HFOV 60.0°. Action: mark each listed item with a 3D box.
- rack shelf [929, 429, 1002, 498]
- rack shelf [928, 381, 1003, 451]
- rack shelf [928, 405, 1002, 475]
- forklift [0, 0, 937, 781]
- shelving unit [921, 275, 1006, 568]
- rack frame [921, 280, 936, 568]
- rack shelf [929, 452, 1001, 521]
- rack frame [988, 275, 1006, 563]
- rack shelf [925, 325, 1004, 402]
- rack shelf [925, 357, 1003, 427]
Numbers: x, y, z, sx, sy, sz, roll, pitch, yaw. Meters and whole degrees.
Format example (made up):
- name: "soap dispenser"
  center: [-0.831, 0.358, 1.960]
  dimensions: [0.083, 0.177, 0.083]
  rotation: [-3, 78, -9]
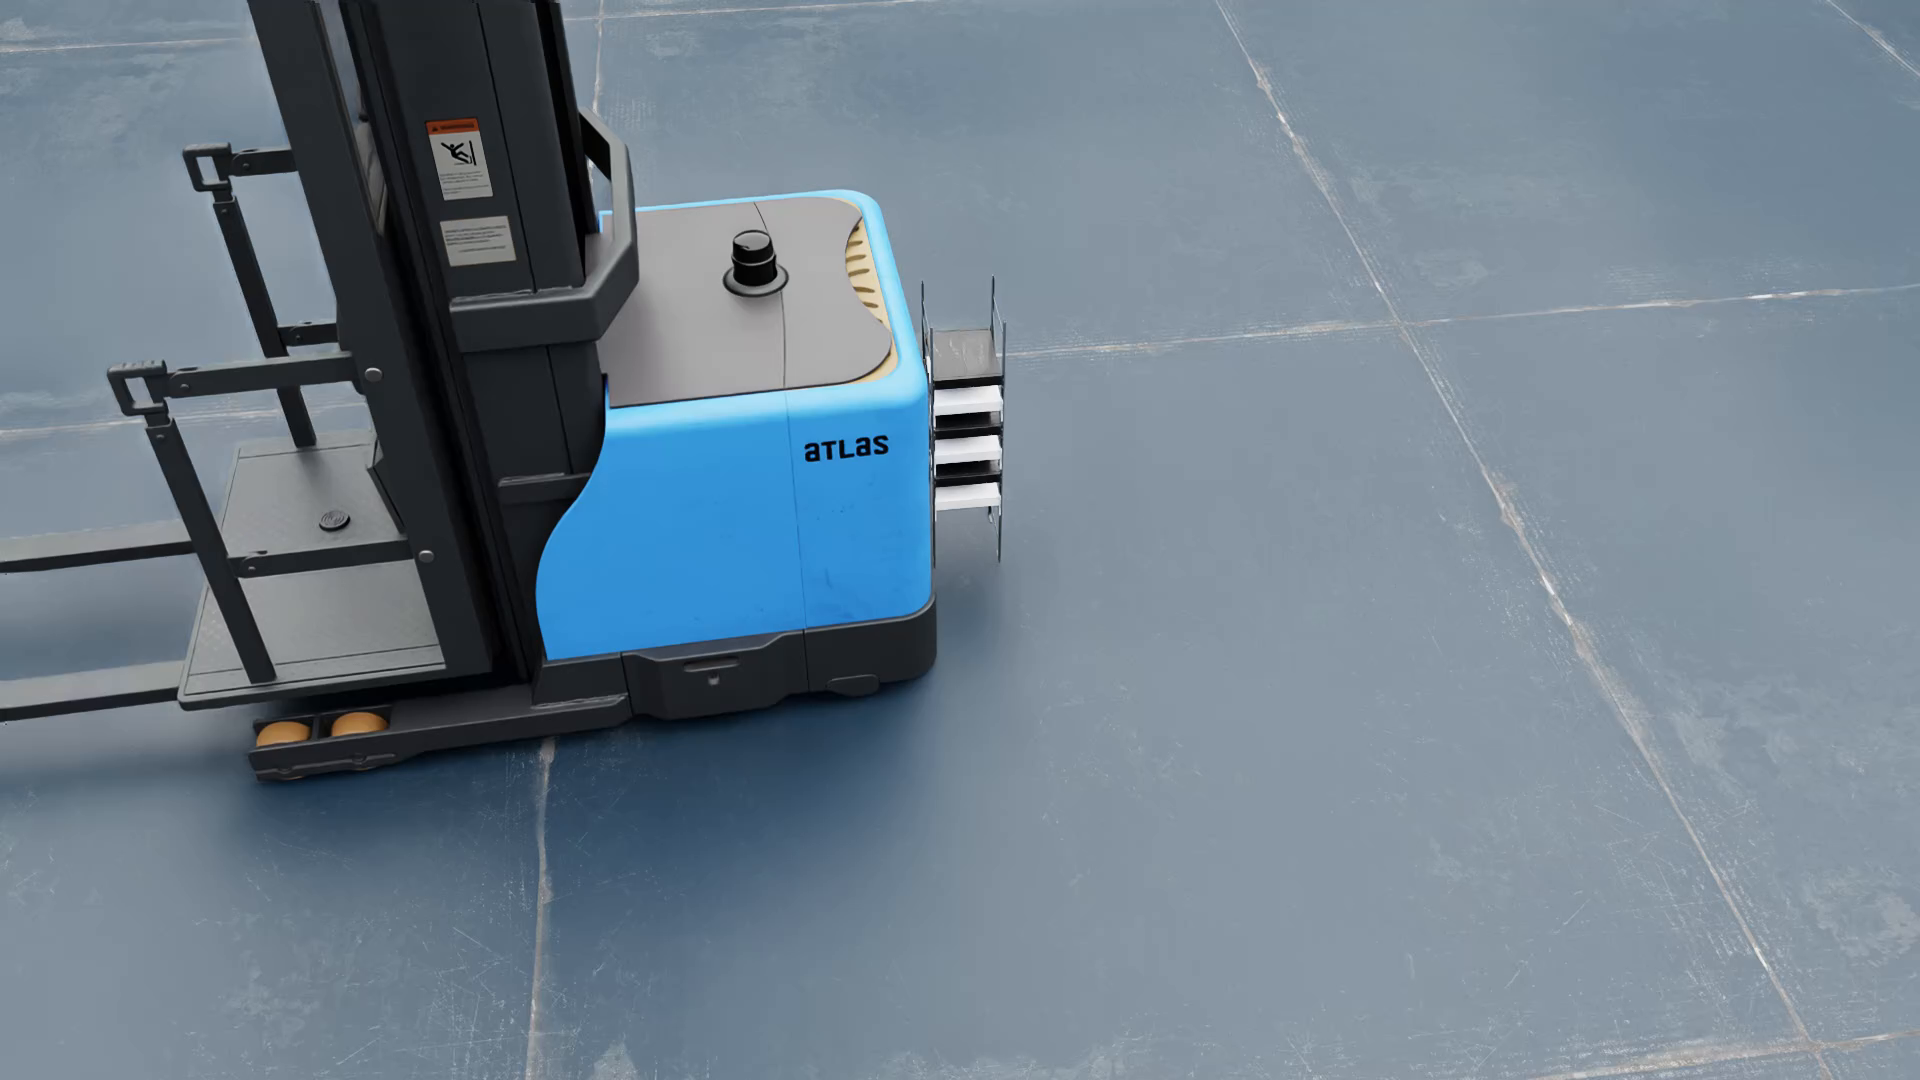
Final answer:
- name: "rack shelf"
  center: [0.008, -0.243, 5.032]
  dimensions: [0.200, 0.077, 0.258]
  rotation: [-5, 42, -6]
- name: "rack shelf"
  center: [0.008, -0.377, 4.911]
  dimensions: [0.200, 0.077, 0.258]
  rotation: [-5, 42, -6]
- name: "rack shelf"
  center: [0.008, -0.310, 4.972]
  dimensions: [0.200, 0.077, 0.258]
  rotation: [-5, 42, -6]
- name: "forklift"
  center: [-1.634, -0.820, 3.971]
  dimensions: [3.031, 2.935, 1.130]
  rotation: [-7, 42, -7]
- name: "shelving unit"
  center: [0.008, -0.335, 4.949]
  dimensions: [0.210, 0.900, 0.258]
  rotation: [-5, 42, -6]
- name: "rack frame"
  center: [-0.093, -0.326, 4.940]
  dimensions: [0.006, 0.900, 0.240]
  rotation: [-5, 42, -6]
- name: "rack shelf"
  center: [0.008, -0.176, 5.092]
  dimensions: [0.200, 0.077, 0.258]
  rotation: [-5, 42, -6]
- name: "rack frame"
  center: [0.109, -0.344, 4.959]
  dimensions: [0.006, 0.900, 0.240]
  rotation: [-5, 42, -6]
- name: "rack shelf"
  center: [0.008, -0.511, 4.791]
  dimensions: [0.200, 0.077, 0.258]
  rotation: [-5, 42, -6]
- name: "rack shelf"
  center: [0.008, -0.444, 4.851]
  dimensions: [0.200, 0.077, 0.258]
  rotation: [-5, 42, -6]
